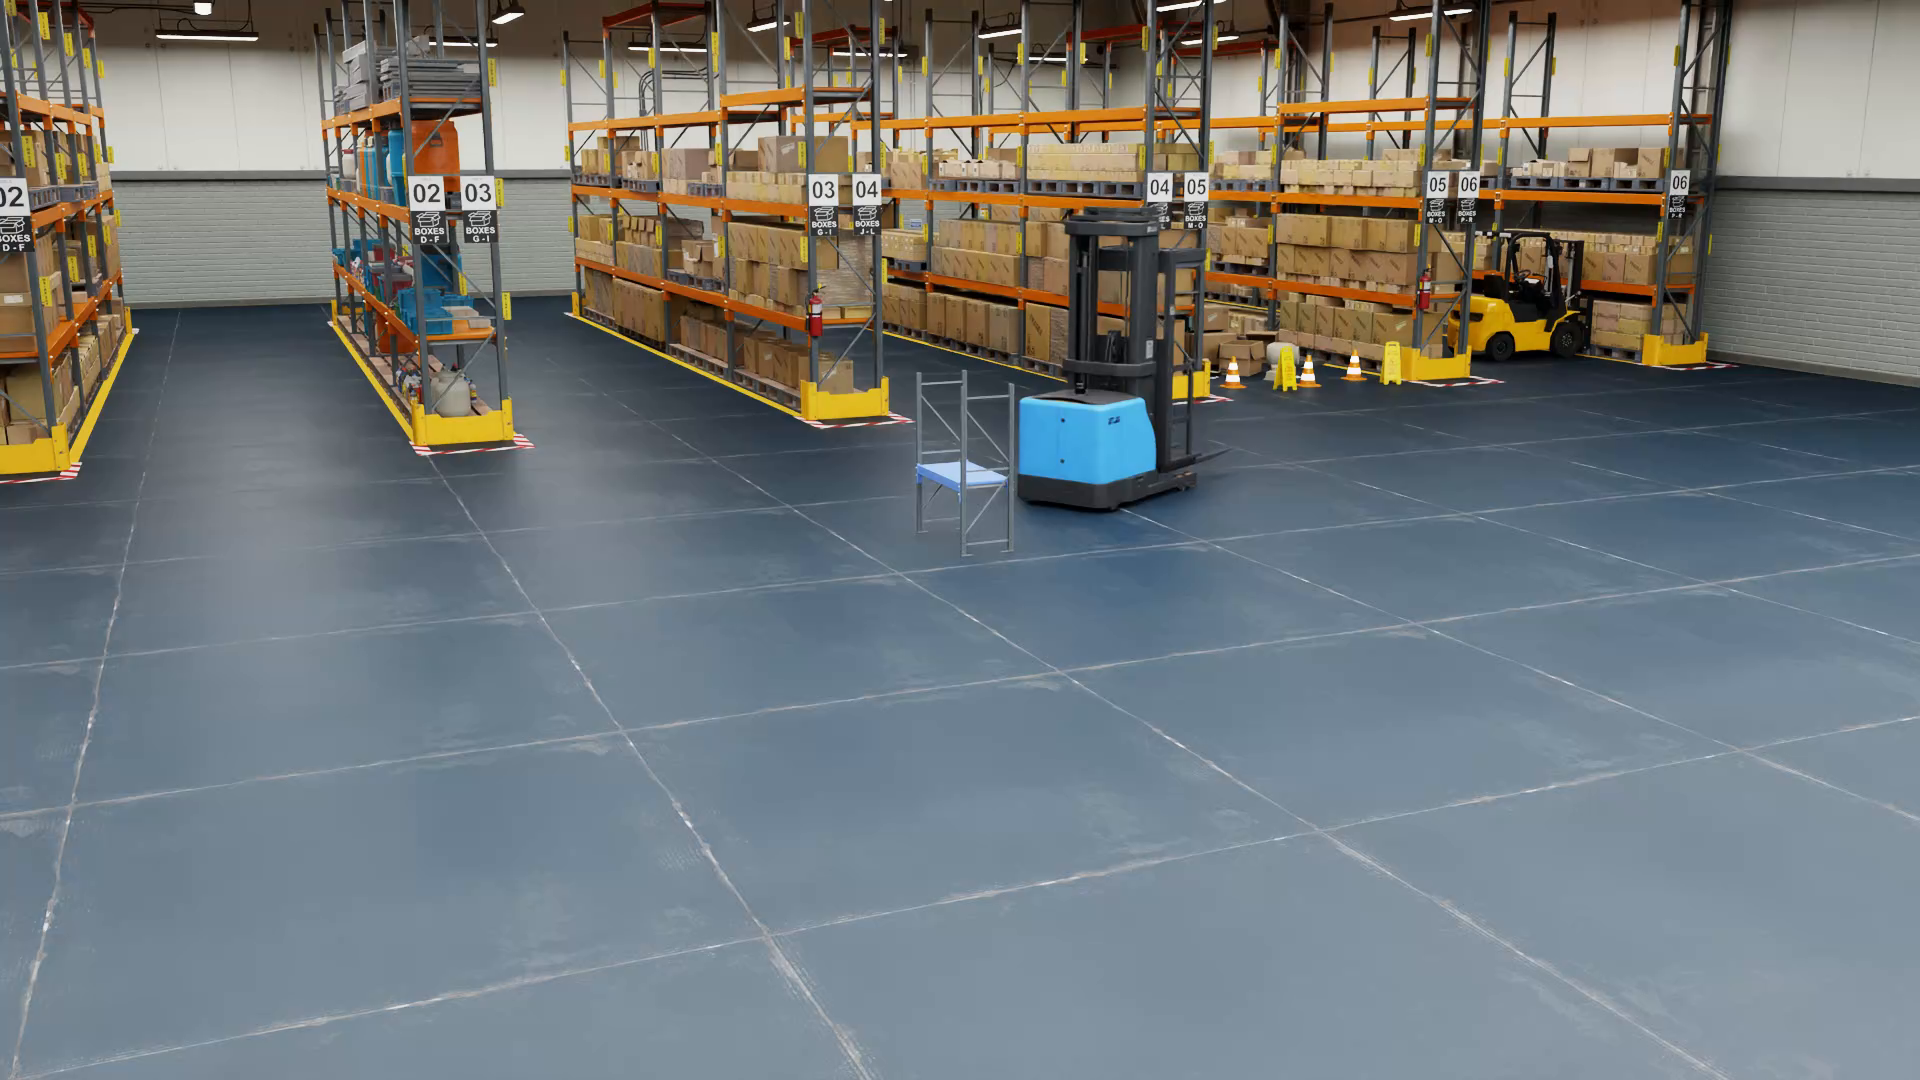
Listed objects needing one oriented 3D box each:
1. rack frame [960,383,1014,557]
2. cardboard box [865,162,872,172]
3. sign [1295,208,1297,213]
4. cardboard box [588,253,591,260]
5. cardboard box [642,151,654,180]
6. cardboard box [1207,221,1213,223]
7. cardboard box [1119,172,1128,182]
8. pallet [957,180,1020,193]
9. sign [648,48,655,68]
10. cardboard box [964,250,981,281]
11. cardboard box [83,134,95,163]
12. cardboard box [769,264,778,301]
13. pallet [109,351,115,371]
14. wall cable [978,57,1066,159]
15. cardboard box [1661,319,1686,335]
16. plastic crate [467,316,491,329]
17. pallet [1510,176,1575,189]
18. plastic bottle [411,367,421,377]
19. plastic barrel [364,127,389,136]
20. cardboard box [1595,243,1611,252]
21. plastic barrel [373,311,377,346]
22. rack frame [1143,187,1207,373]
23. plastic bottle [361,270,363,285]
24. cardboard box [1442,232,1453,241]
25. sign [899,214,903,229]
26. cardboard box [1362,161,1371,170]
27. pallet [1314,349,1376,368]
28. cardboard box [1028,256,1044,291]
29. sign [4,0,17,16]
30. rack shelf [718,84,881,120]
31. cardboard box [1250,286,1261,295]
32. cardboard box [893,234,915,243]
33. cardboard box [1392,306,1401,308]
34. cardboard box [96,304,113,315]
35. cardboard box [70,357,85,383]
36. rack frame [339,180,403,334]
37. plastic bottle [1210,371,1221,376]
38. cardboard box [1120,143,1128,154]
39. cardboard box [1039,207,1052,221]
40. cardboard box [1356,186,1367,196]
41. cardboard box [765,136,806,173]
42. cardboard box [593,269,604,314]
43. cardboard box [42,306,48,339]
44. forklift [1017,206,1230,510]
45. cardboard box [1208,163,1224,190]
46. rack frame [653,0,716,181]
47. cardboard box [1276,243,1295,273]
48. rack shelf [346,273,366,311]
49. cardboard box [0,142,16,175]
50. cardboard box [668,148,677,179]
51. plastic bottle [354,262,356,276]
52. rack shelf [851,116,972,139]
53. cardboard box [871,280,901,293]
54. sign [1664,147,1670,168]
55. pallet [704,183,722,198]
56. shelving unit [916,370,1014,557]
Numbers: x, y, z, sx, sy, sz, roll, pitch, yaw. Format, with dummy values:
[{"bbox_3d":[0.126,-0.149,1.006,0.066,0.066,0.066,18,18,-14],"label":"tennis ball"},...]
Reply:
[{"bbox_3d":[0.238,-0.608,14.551,0.500,1.500,0.032,-6,14,-23],"label":"rack frame"},{"bbox_3d":[-1.583,-7.454,33.419,0.500,0.311,0.500,-6,14,-24],"label":"cardboard box"},{"bbox_3d":[7.806,-7.564,38.713,0.100,0.325,0.005,-6,14,-23],"label":"sign"},{"bbox_3d":[-7.573,-5.941,34.823,0.380,0.149,0.250,-6,14,-24],"label":"cardboard box"},{"bbox_3d":[-5.462,-6.783,30.101,0.500,0.500,0.500,-5,14,-20],"label":"cardboard box"},{"bbox_3d":[4.791,-6.003,32.724,0.500,0.500,0.500,-6,14,-25],"label":"cardboard box"},{"bbox_3d":[2.520,-5.236,23.971,0.380,0.149,0.250,-5,14,-22],"label":"cardboard box"},{"bbox_3d":[0.617,-6.216,29.223,1.003,0.211,1.213,-5,14,-20],"label":"pallet"},{"bbox_3d":[-5.233,-8.183,28.226,0.100,0.325,0.005,-6,14,-23],"label":"sign"},{"bbox_3d":[0.397,-4.825,29.225,0.500,0.500,0.500,-6,14,-24],"label":"cardboard box"},{"bbox_3d":[-15.706,-6.922,29.412,0.700,0.500,0.500,-6,14,-23],"label":"cardboard box"},{"bbox_3d":[-2.187,-3.635,23.424,0.875,0.500,0.500,-6,14,-23],"label":"cardboard box"},{"bbox_3d":[-14.553,-2.936,27.466,1.003,0.211,1.213,-6,14,-23],"label":"pallet"},{"bbox_3d":[1.871,-11.729,45.886,2.988,3.039,0.133,-6,14,-23],"label":"wall cable"},{"bbox_3d":[12.108,-3.695,28.619,0.500,0.250,0.500,-5,14,-22],"label":"cardboard box"},{"bbox_3d":[-6.123,-2.764,21.125,0.298,0.136,0.250,-6,14,-23],"label":"plastic crate"},{"bbox_3d":[10.869,-6.541,30.403,1.003,0.211,1.213,-6,14,-23],"label":"pallet"},{"bbox_3d":[-7.586,-2.238,23.165,0.144,0.351,0.185,-6,14,-23],"label":"plastic bottle"},{"bbox_3d":[-10.042,-6.729,28.977,0.600,0.901,0.708,-6,14,-23],"label":"plastic barrel"},{"bbox_3d":[11.294,-5.094,28.946,0.380,0.149,0.250,-6,14,-25],"label":"cardboard box"},{"bbox_3d":[-9.928,-3.694,28.975,0.600,0.588,0.708,-6,14,-23],"label":"plastic barrel"},{"bbox_3d":[3.064,-3.553,23.950,1.000,3.000,0.127,-6,14,-23],"label":"rack frame"},{"bbox_3d":[-10.095,-4.467,28.185,0.097,0.271,0.097,0,13,0],"label":"plastic bottle"},{"bbox_3d":[9.624,-5.973,32.746,0.380,0.149,0.250,-5,14,-22],"label":"cardboard box"},{"bbox_3d":[-1.236,-6.647,34.751,0.100,0.325,0.005,-6,14,-23],"label":"sign"},{"bbox_3d":[6.739,-6.064,26.936,0.380,0.149,0.250,-6,14,-25],"label":"cardboard box"},{"bbox_3d":[6.751,-3.101,28.180,1.003,0.211,1.213,-6,14,-23],"label":"pallet"},{"bbox_3d":[1.620,-4.377,27.179,0.875,0.550,0.550,-6,14,-23],"label":"cardboard box"},{"bbox_3d":[-10.088,-5.736,17.653,0.100,0.325,0.005,-6,14,-23],"label":"sign"},{"bbox_3d":[-2.322,-6.110,23.295,1.077,0.370,4.000,-6,14,-23],"label":"rack shelf"},{"bbox_3d":[7.251,-6.002,39.562,0.500,0.311,0.500,-5,14,-21],"label":"cardboard box"},{"bbox_3d":[-1.071,-5.799,31.959,0.380,0.149,0.250,-5,14,-21],"label":"cardboard box"},{"bbox_3d":[7.072,-3.660,27.915,0.500,0.500,0.500,-5,14,-22],"label":"cardboard box"},{"bbox_3d":[-16.164,-4.097,30.861,0.797,0.503,0.637,-6,14,-23],"label":"cardboard box"},{"bbox_3d":[-12.139,-2.305,22.478,0.500,0.311,0.500,-6,14,-23],"label":"cardboard box"},{"bbox_3d":[-10.866,-5.158,30.883,1.000,3.000,0.127,-6,14,-23],"label":"rack frame"},{"bbox_3d":[4.035,-2.669,26.645,0.133,0.061,0.283,-12,18,-42],"label":"plastic bottle"},{"bbox_3d":[2.519,-5.625,23.883,0.380,0.149,0.250,-6,14,-23],"label":"cardboard box"},{"bbox_3d":[2.114,-7.214,37.329,0.500,0.500,0.500,-6,14,-24],"label":"cardboard box"},{"bbox_3d":[6.673,-5.676,27.025,0.380,0.149,0.250,-6,14,-25],"label":"cardboard box"},{"bbox_3d":[-2.374,-5.322,22.950,0.500,0.500,0.500,-6,14,-23],"label":"cardboard box"},{"bbox_3d":[-7.236,-5.288,35.227,0.875,0.875,0.875,-6,14,-23],"label":"cardboard box"},{"bbox_3d":[-11.183,-2.590,19.564,0.700,0.500,0.500,-6,14,-23],"label":"cardboard box"},{"bbox_3d":[1.860,-2.000,17.393,1.130,2.935,3.031,9,16,35],"label":"forklift"},{"bbox_3d":[4.992,-6.873,31.413,0.797,0.503,0.637,-6,14,-23],"label":"cardboard box"},{"bbox_3d":[-4.726,-7.702,28.569,1.000,3.000,0.127,-6,14,-23],"label":"rack frame"},{"bbox_3d":[5.878,-4.925,28.996,0.500,0.500,0.500,-6,14,-23],"label":"cardboard box"},{"bbox_3d":[-10.065,-4.394,29.179,1.077,0.370,4.000,-6,14,-23],"label":"rack shelf"},{"bbox_3d":[-10.826,-4.136,18.343,0.797,0.503,0.637,-5,14,-19],"label":"cardboard box"},{"bbox_3d":[-4.573,-6.307,27.866,0.500,0.500,0.500,-6,14,-23],"label":"cardboard box"},{"bbox_3d":[-10.754,-4.803,29.610,0.061,0.283,0.133,-6,14,-23],"label":"plastic bottle"},{"bbox_3d":[-0.942,-7.997,32.326,1.077,0.370,4.000,-6,14,-23],"label":"rack shelf"},{"bbox_3d":[-1.473,-5.098,33.575,0.500,0.250,0.500,-5,14,-21],"label":"cardboard box"},{"bbox_3d":[11.603,-6.278,27.284,0.100,0.325,0.005,-6,14,-23],"label":"sign"},{"bbox_3d":[-3.273,-5.459,25.951,1.213,0.211,1.003,-6,14,-23],"label":"pallet"},{"bbox_3d":[0.034,-0.713,15.005,0.538,1.500,1.048,-6,14,-23],"label":"shelving unit"}]
